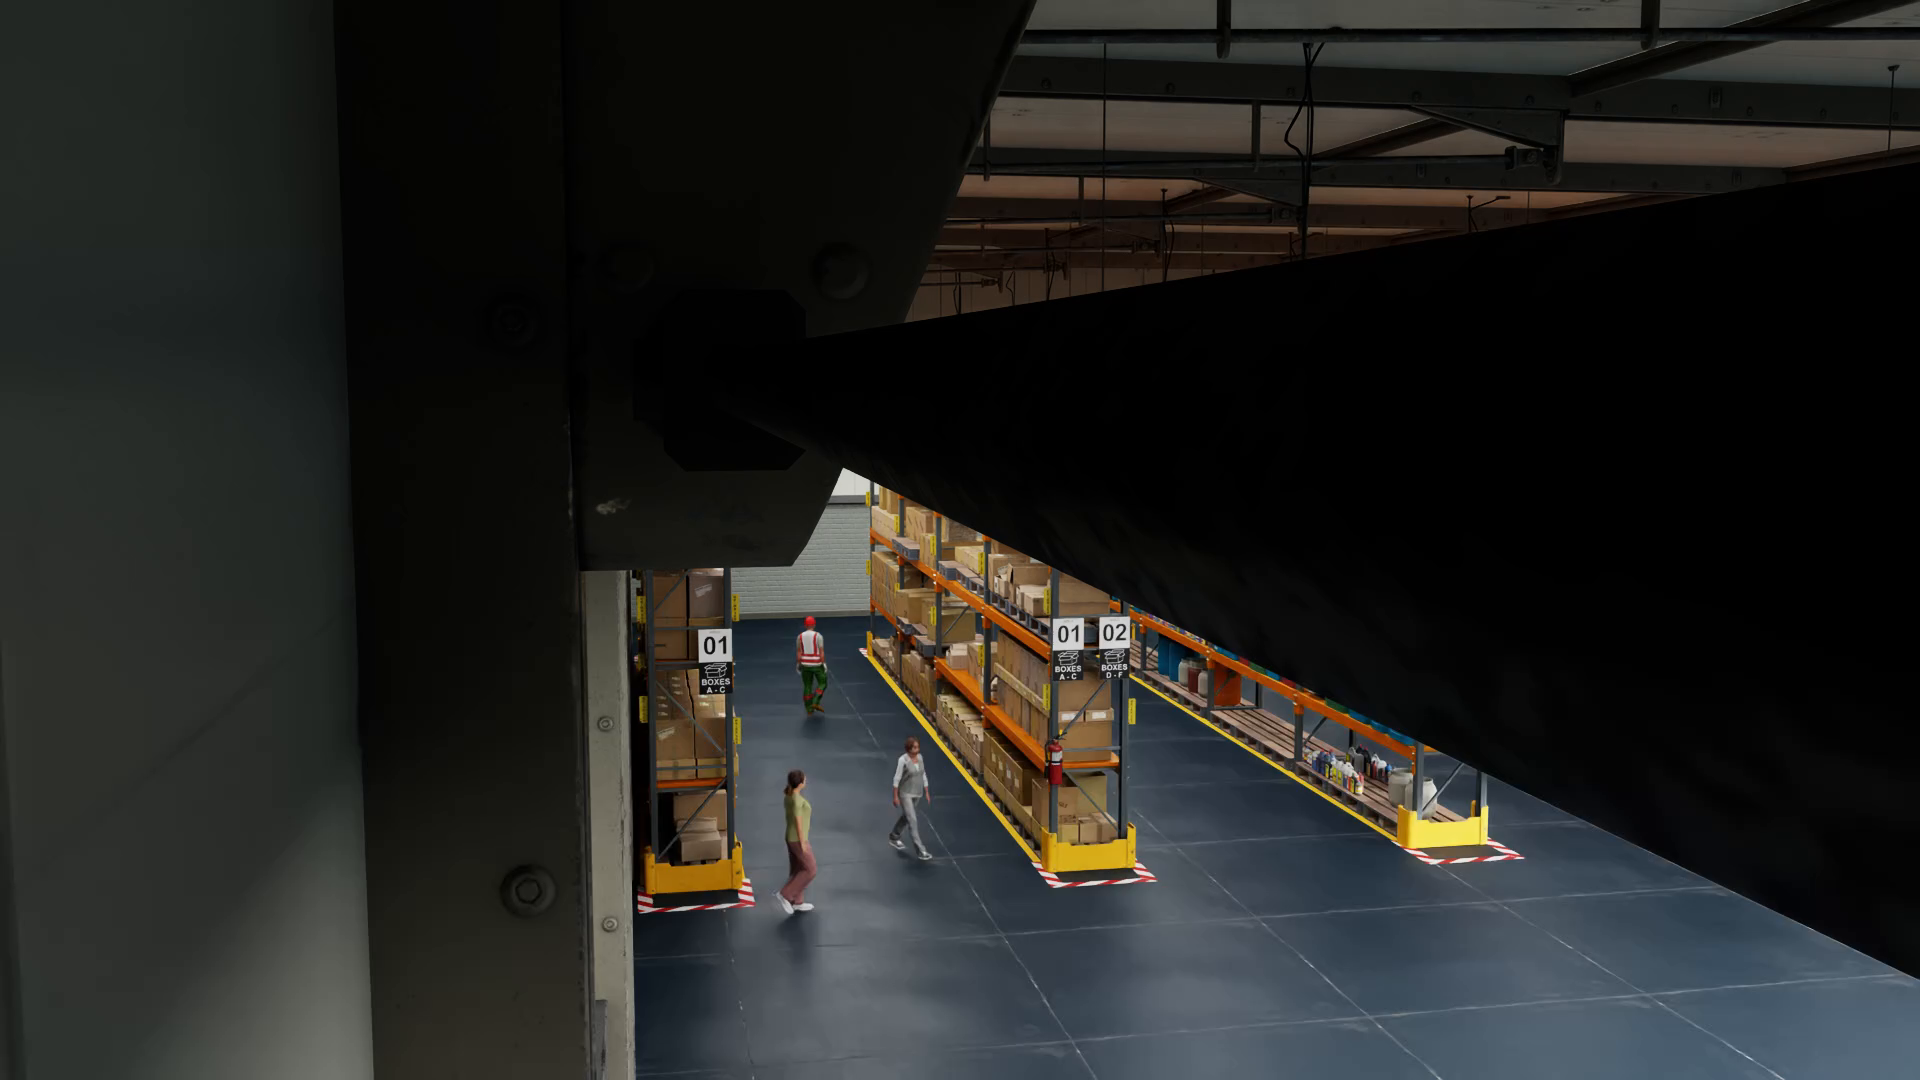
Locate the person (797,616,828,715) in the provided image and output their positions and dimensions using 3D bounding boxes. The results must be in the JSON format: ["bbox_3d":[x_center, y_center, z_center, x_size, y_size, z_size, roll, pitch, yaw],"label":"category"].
[{"bbox_3d":[-2.710,2.289,30.257,0.588,1.792,0.493,2,6,19],"label":"person"}]

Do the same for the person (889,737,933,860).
[{"bbox_3d":[-0.606,3.302,21.457,0.978,1.540,0.440,5,8,41],"label":"person"}]

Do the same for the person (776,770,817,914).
[{"bbox_3d":[-1.906,3.481,19.222,0.465,1.669,0.458,-1,6,-13],"label":"person"}]
